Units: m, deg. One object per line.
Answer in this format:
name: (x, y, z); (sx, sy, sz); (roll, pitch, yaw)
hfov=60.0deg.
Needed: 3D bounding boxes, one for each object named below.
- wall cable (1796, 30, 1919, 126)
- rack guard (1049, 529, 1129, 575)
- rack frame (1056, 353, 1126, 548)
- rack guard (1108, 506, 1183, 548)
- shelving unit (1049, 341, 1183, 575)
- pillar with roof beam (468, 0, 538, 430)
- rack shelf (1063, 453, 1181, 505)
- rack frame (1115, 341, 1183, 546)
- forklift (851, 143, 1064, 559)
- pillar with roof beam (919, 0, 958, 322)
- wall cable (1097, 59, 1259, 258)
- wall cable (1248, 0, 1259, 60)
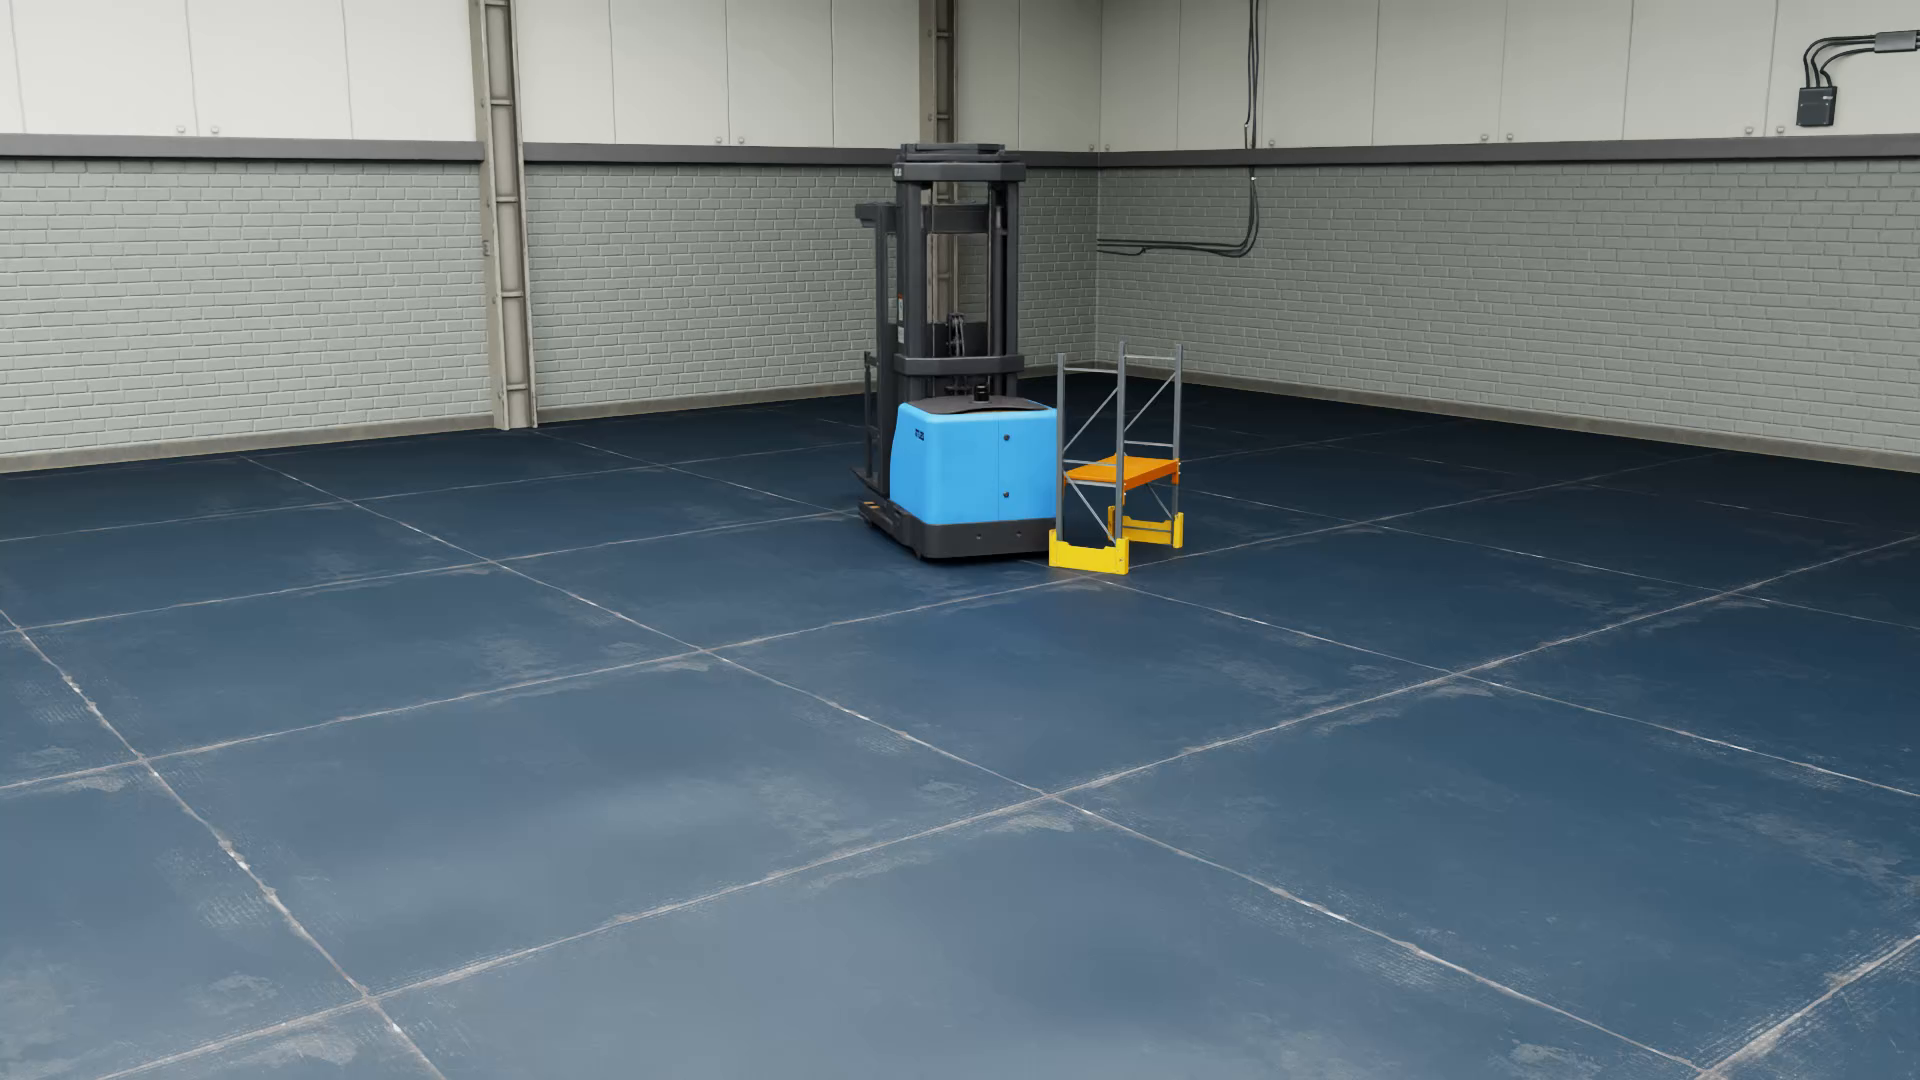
wall cable: (8.768, -6.731, 14.473); (0.169, 6.003, 2.305); (-9, 15, -38)
rack guard: (0.900, 0.081, 11.645); (0.587, 0.250, 0.087); (7, 14, 29)
rack frame: (0.899, -0.530, 11.514); (0.500, 1.500, 0.032); (7, 14, 29)
rack guard: (1.390, -0.099, 12.494); (0.587, 0.250, 0.087); (7, 14, 29)
shelving unit: (1.145, -0.620, 11.940); (0.587, 1.500, 1.083); (7, 14, 29)
pillar with roof beam: (-2.273, -4.964, 14.343); (0.400, 9.000, 9.100); (-9, 15, -38)
rack shelf: (1.149, -0.446, 11.985); (0.538, 0.185, 1.000); (7, 14, 29)
rack frame: (1.399, -0.714, 12.380); (0.500, 1.500, 0.032); (7, 14, 29)
forklift: (-0.174, -1.562, 12.928); (1.130, 2.935, 3.031); (-4, 13, -17)
pillar with roof beam: (2.413, -5.743, 18.009); (0.400, 9.000, 9.100); (-9, 15, -38)
wall cable: (2.850, -5.090, 22.410); (0.112, 2.526, 3.097); (-9, 15, -38)
wall cable: (4.540, -7.122, 19.819); (0.112, 2.526, 3.097); (-9, 15, -38)
